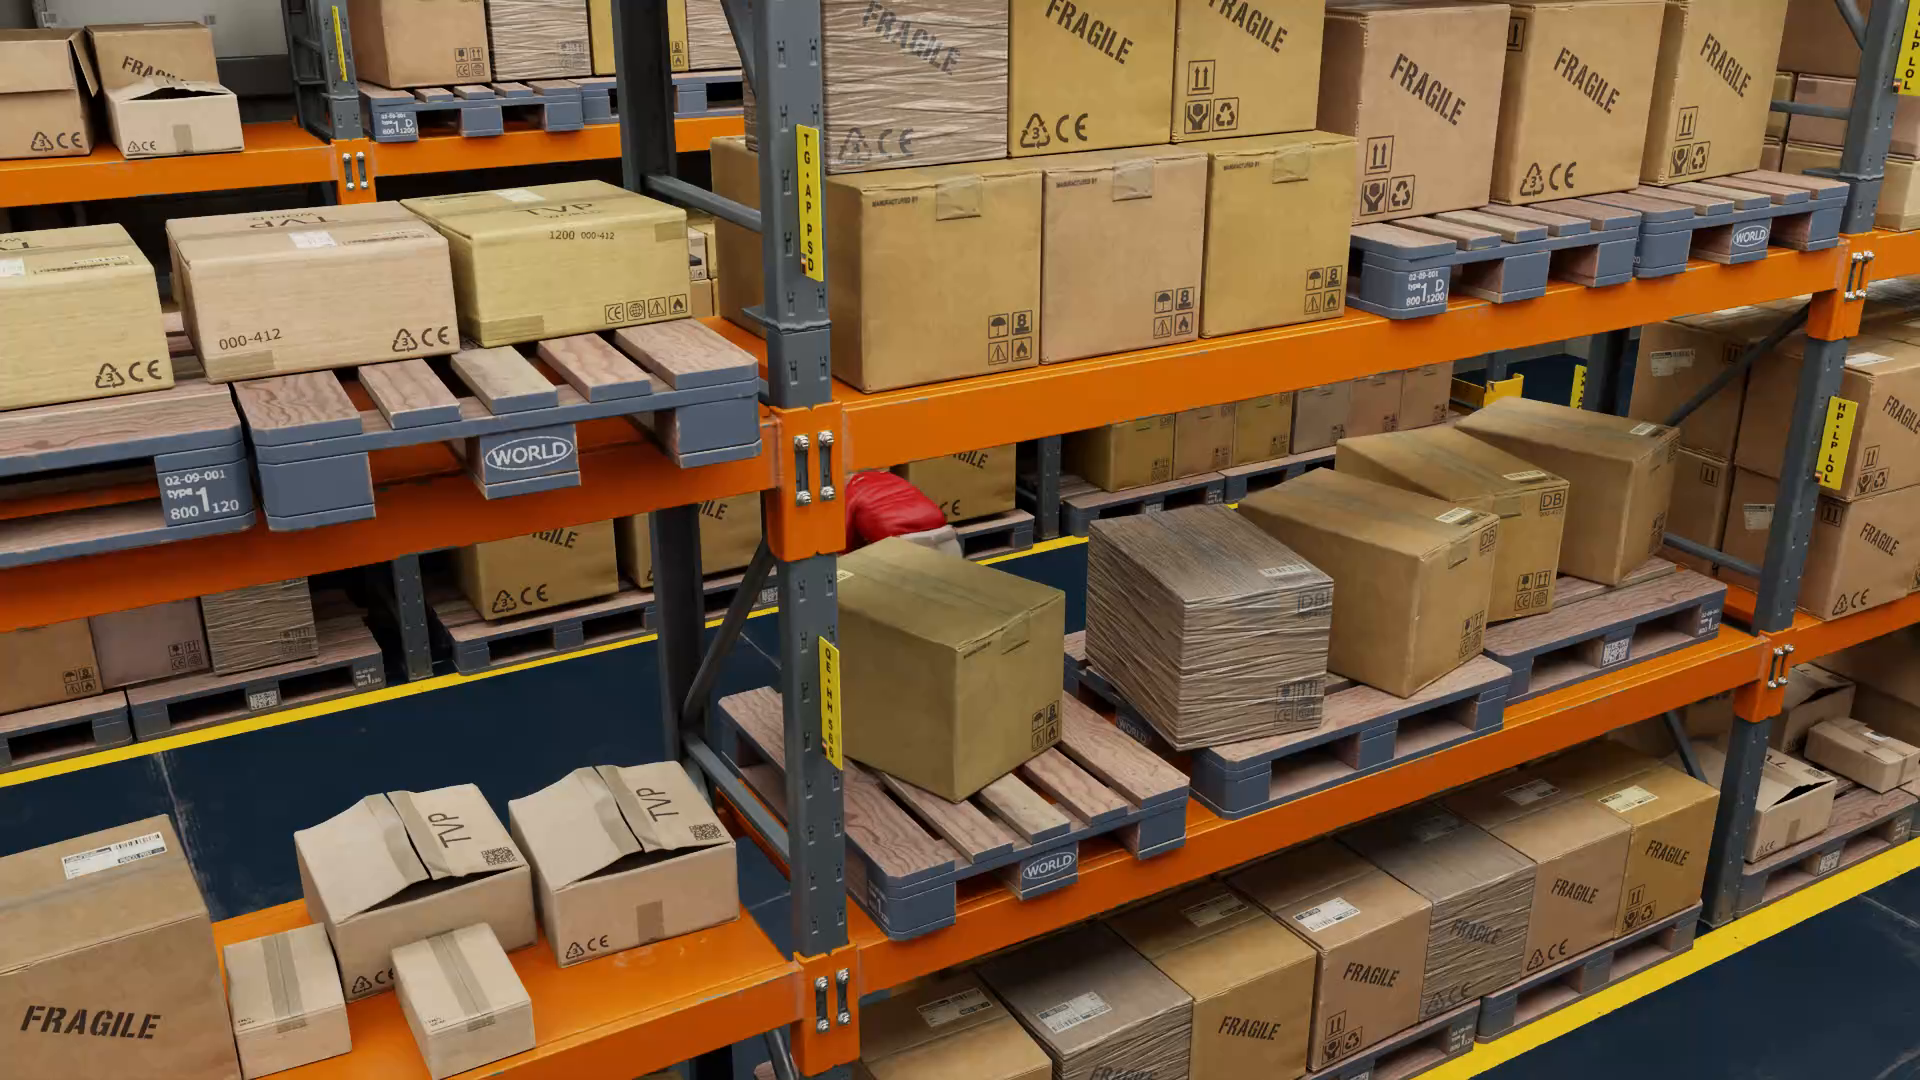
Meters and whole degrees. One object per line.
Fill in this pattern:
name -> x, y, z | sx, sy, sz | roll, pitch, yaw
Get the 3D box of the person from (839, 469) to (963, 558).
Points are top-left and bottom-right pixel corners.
person -> -0.353, 0.213, 8.579 | 0.515, 1.191, 0.927 | -13, 25, -30
